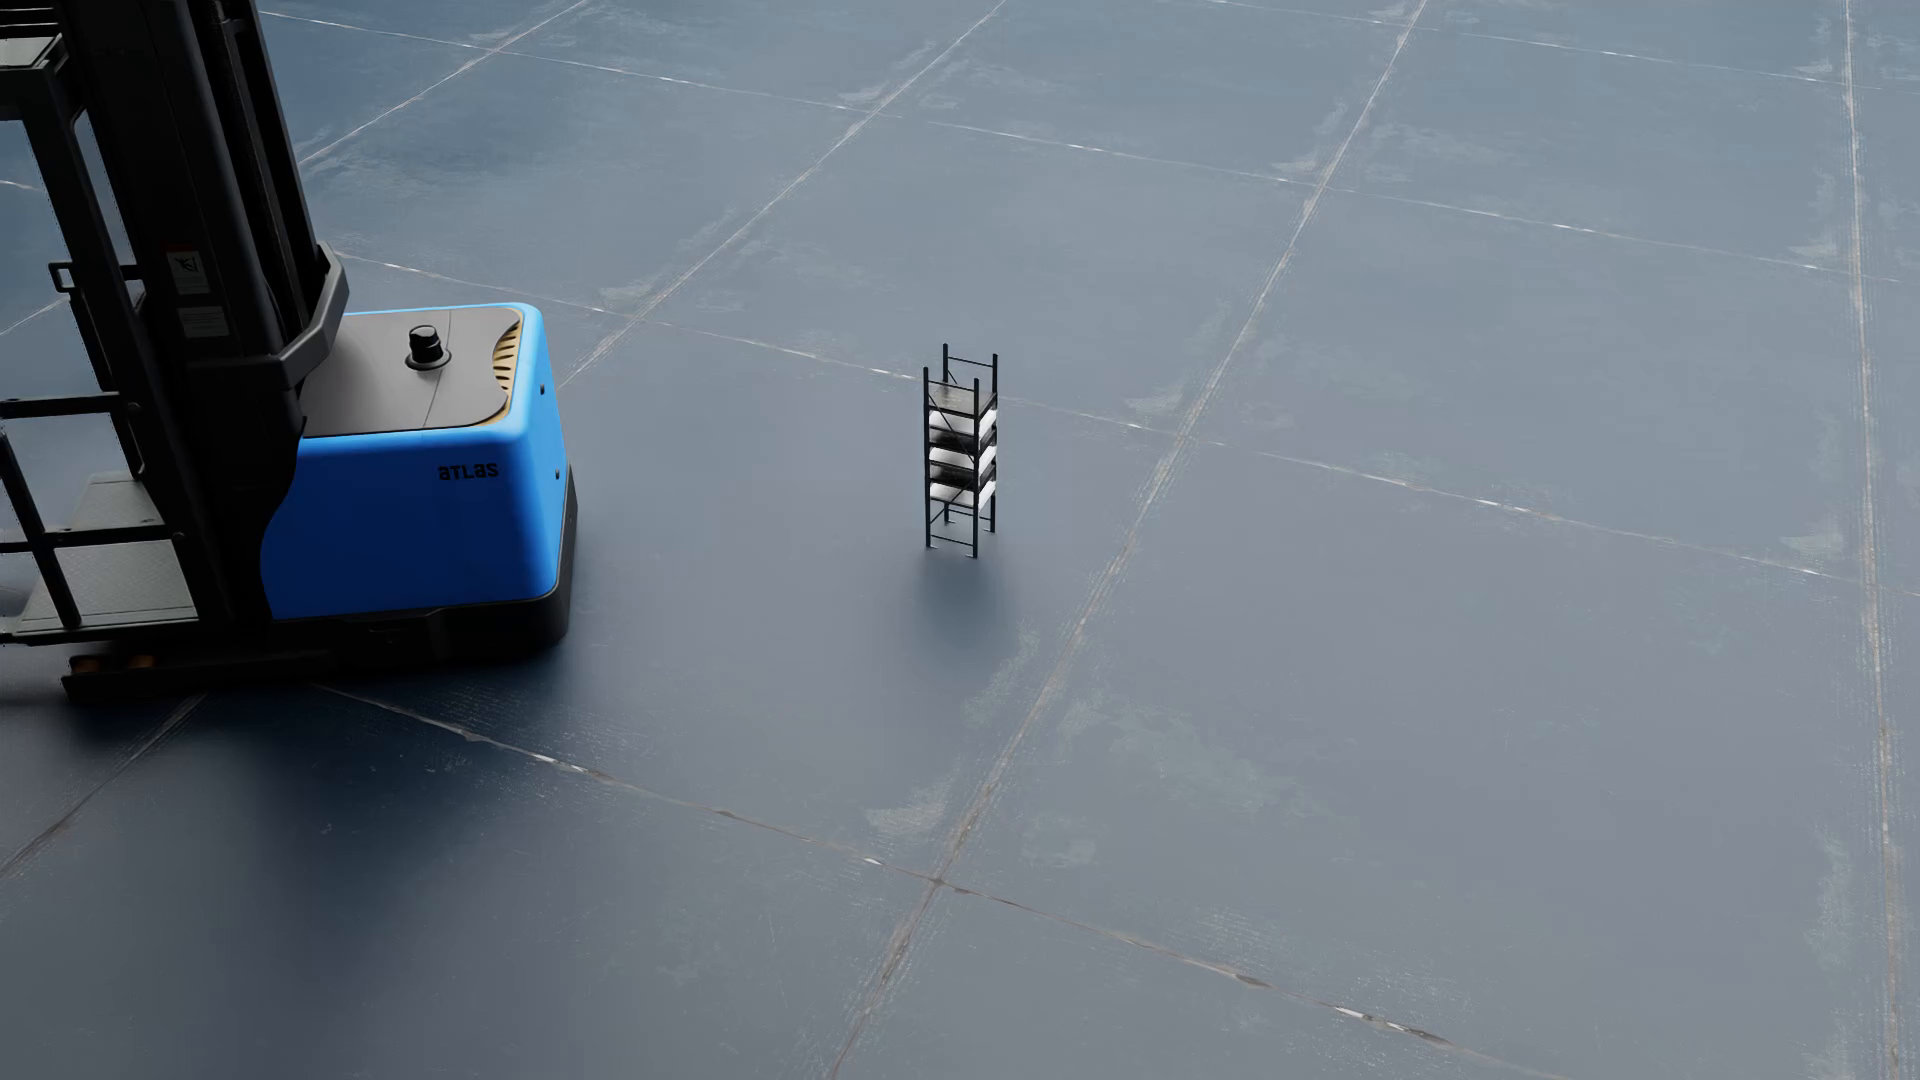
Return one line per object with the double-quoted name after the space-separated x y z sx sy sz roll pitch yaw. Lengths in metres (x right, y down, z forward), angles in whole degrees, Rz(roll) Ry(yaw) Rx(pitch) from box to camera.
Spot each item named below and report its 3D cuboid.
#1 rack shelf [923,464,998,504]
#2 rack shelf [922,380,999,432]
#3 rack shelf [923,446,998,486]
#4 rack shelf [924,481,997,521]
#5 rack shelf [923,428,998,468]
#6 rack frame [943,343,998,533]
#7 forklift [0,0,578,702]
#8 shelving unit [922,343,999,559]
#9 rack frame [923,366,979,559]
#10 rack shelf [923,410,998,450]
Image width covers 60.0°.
0.003 -0.266 7.060 0.258 0.077 0.200 14 39 18 "rack shelf"
0.003 -0.555 6.845 0.258 0.077 0.200 14 39 18 "rack shelf"
0.003 -0.338 7.007 0.258 0.077 0.200 14 39 18 "rack shelf"
0.003 -0.194 7.114 0.258 0.077 0.200 14 39 18 "rack shelf"
0.003 -0.410 6.953 0.258 0.077 0.200 14 39 18 "rack shelf"
0.042 -0.421 7.062 0.240 0.900 0.006 14 39 18 "rack frame"
-3.127 -0.888 5.990 3.031 2.935 1.130 -5 37 -6 "forklift"
0.003 -0.365 6.987 0.258 0.900 0.210 14 39 18 "shelving unit"
-0.036 -0.309 6.911 0.240 0.900 0.006 14 39 18 "rack frame"
0.003 -0.482 6.899 0.258 0.077 0.200 14 39 18 "rack shelf"
